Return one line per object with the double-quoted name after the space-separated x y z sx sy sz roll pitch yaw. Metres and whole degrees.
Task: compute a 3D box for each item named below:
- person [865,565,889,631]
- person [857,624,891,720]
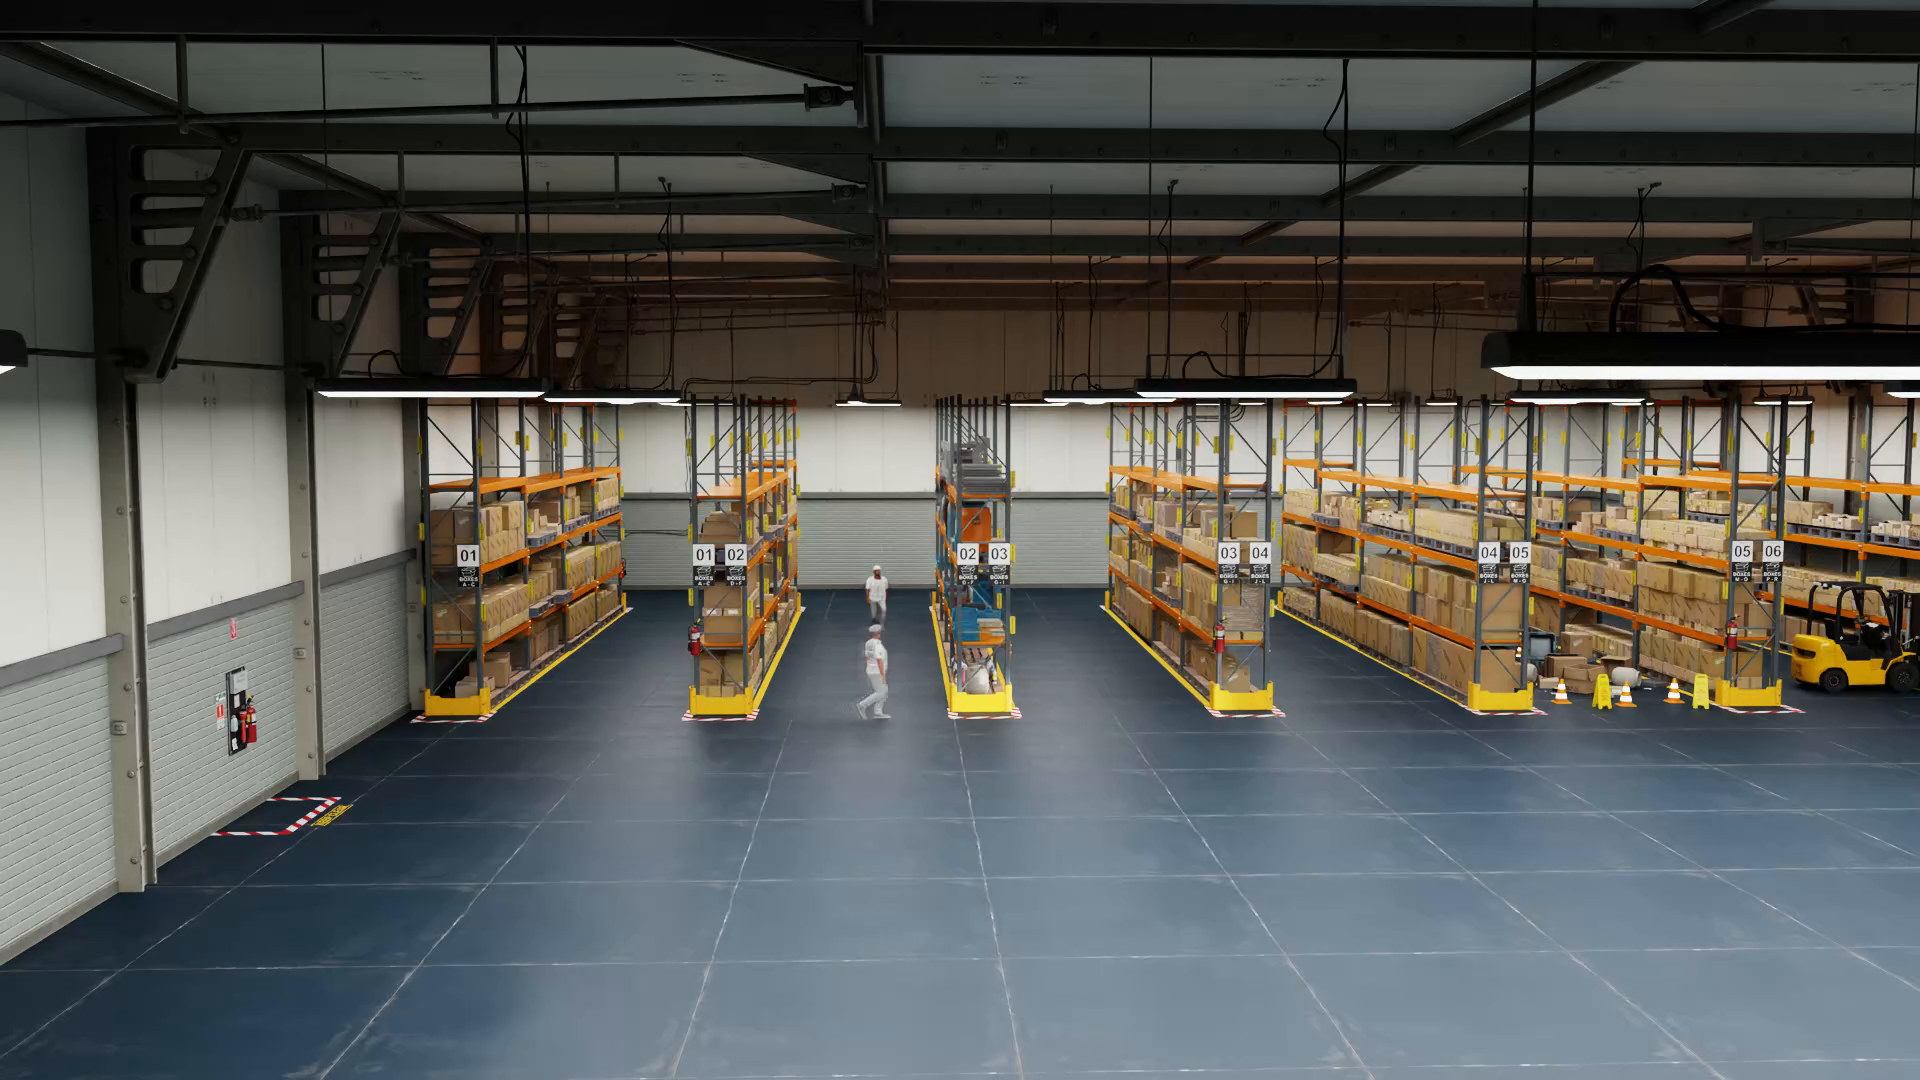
-2.038 1.428 40.928 0.575 1.611 0.996 0 5 -4 "person"
-1.586 2.424 30.487 0.609 1.755 0.542 0 5 2 "person"
